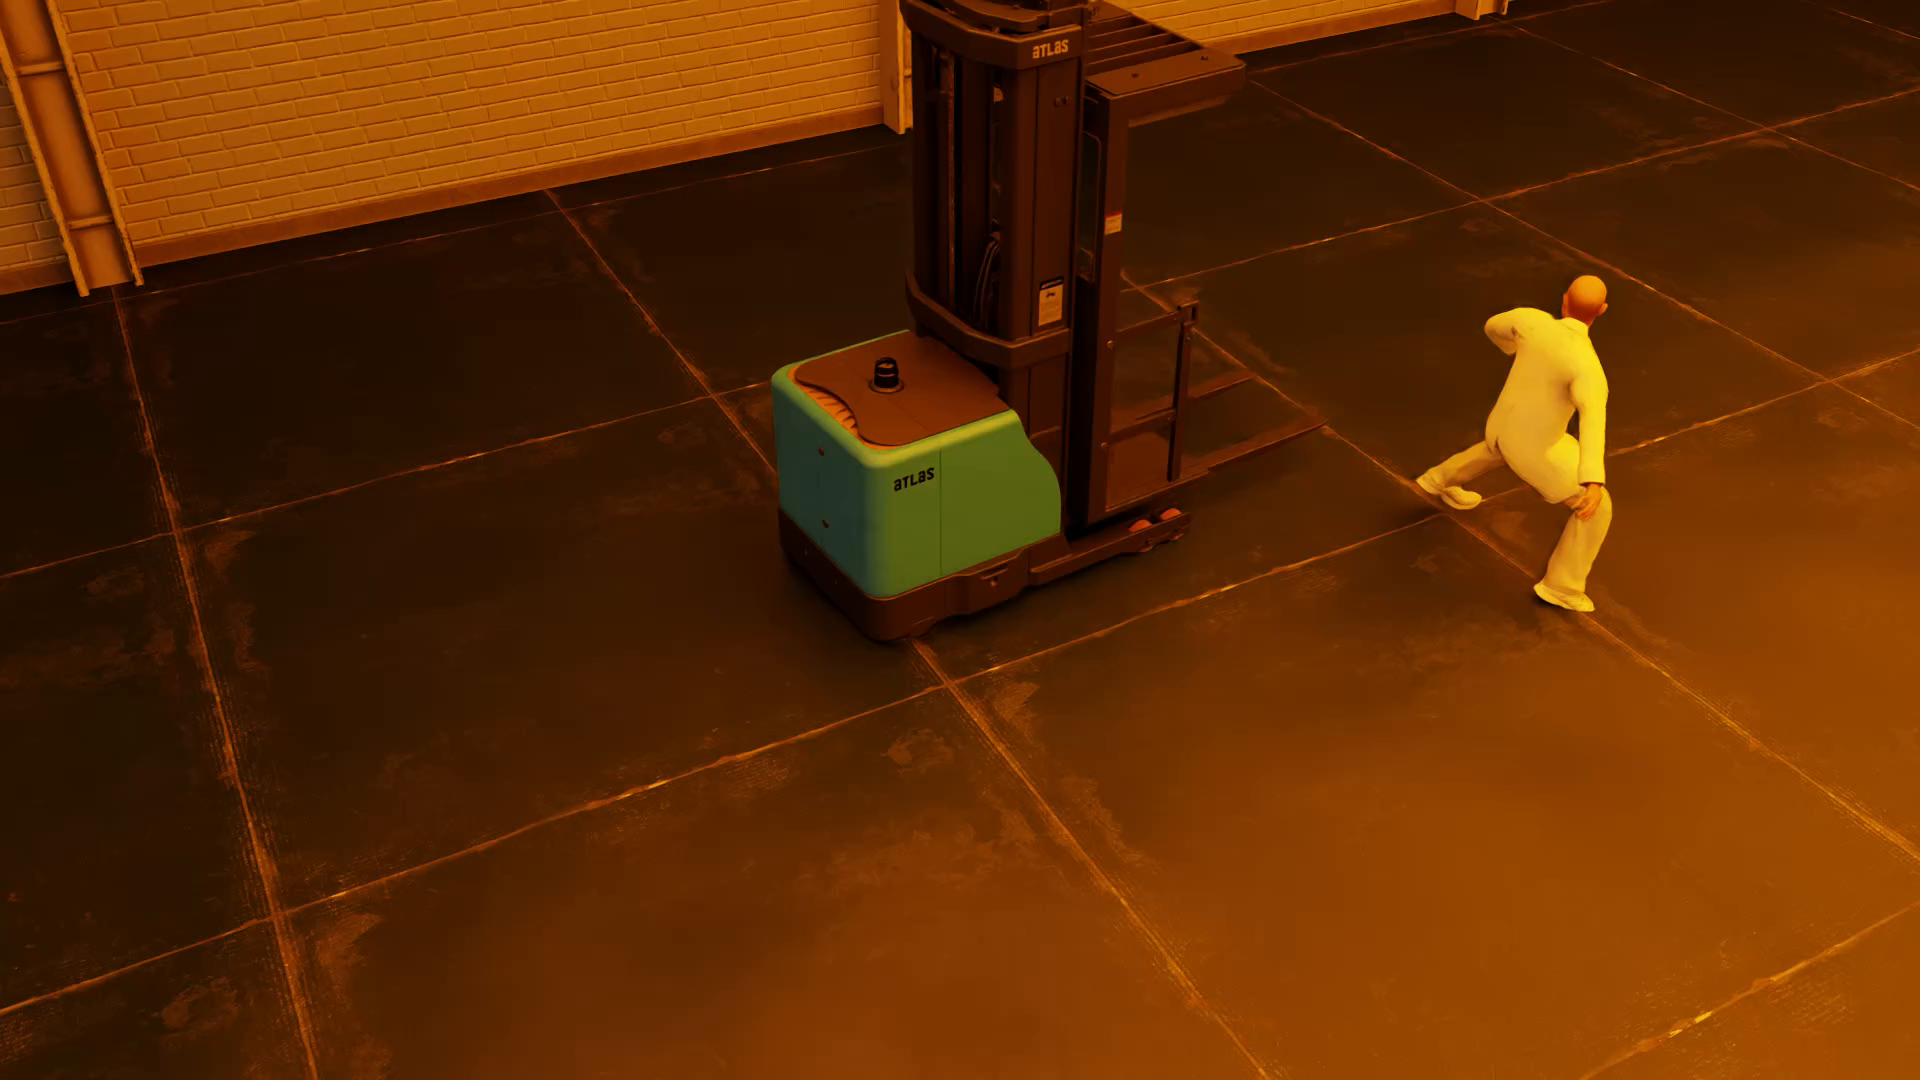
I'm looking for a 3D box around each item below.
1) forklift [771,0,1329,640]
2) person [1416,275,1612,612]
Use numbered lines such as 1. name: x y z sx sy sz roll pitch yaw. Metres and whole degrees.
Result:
1. forklift: 0.596 -1.369 8.059 3.031 2.935 1.130 -20 40 -26
2. person: 2.807 -0.472 8.005 0.571 1.684 1.223 -8 36 -12
